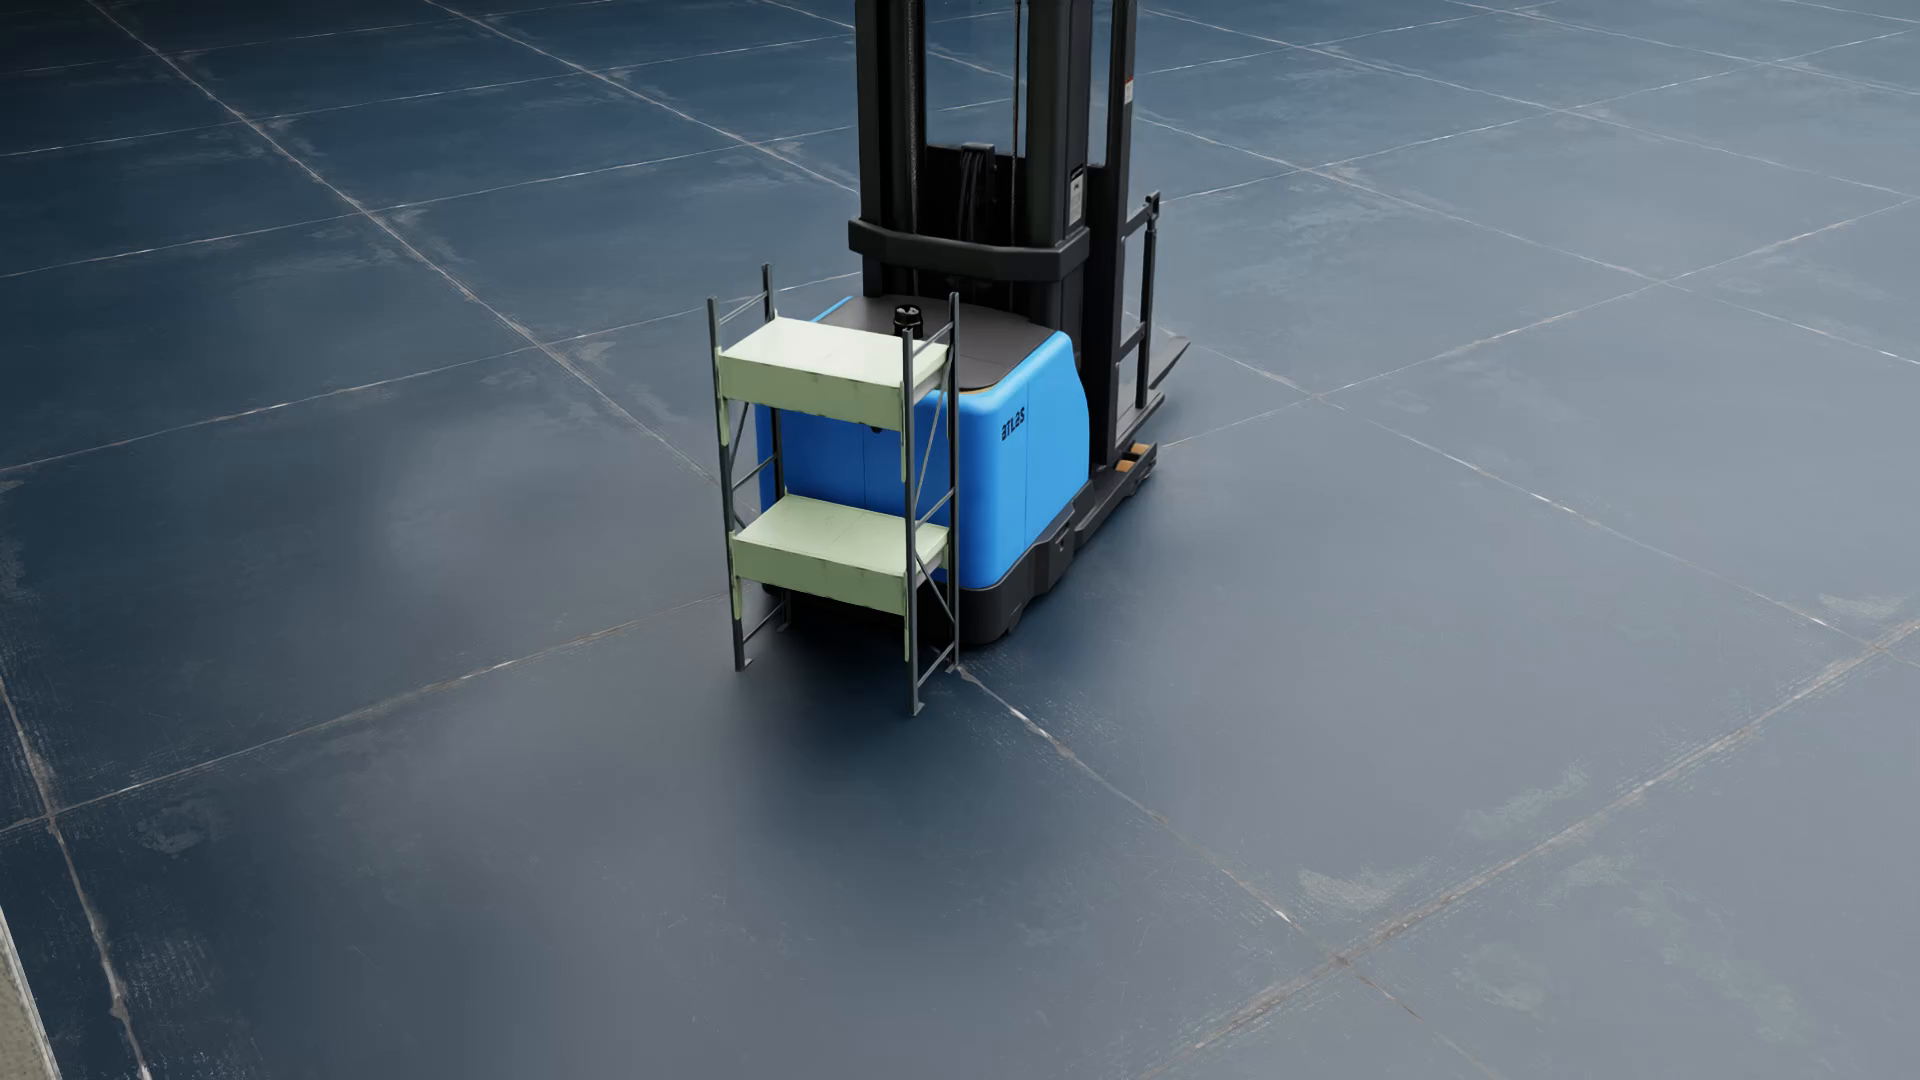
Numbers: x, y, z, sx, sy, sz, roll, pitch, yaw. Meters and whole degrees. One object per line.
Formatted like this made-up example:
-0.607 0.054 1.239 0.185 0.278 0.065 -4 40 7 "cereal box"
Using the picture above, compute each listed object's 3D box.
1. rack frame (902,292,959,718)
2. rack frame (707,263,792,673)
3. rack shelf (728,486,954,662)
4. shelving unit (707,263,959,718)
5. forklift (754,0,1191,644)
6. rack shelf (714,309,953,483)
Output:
-0.096 -0.100 5.869 0.023 1.500 0.400 12 31 21 "rack frame"
-0.763 -0.243 6.134 0.023 1.500 0.400 12 31 21 "rack frame"
-0.429 0.115 6.157 0.720 0.370 0.431 12 31 21 "rack shelf"
-0.429 -0.172 6.001 0.755 1.500 0.431 12 31 21 "shelving unit"
0.272 -1.568 7.074 1.130 2.935 3.031 12 31 22 "forklift"
-0.429 -0.515 5.815 0.720 0.370 0.431 12 31 21 "rack shelf"
